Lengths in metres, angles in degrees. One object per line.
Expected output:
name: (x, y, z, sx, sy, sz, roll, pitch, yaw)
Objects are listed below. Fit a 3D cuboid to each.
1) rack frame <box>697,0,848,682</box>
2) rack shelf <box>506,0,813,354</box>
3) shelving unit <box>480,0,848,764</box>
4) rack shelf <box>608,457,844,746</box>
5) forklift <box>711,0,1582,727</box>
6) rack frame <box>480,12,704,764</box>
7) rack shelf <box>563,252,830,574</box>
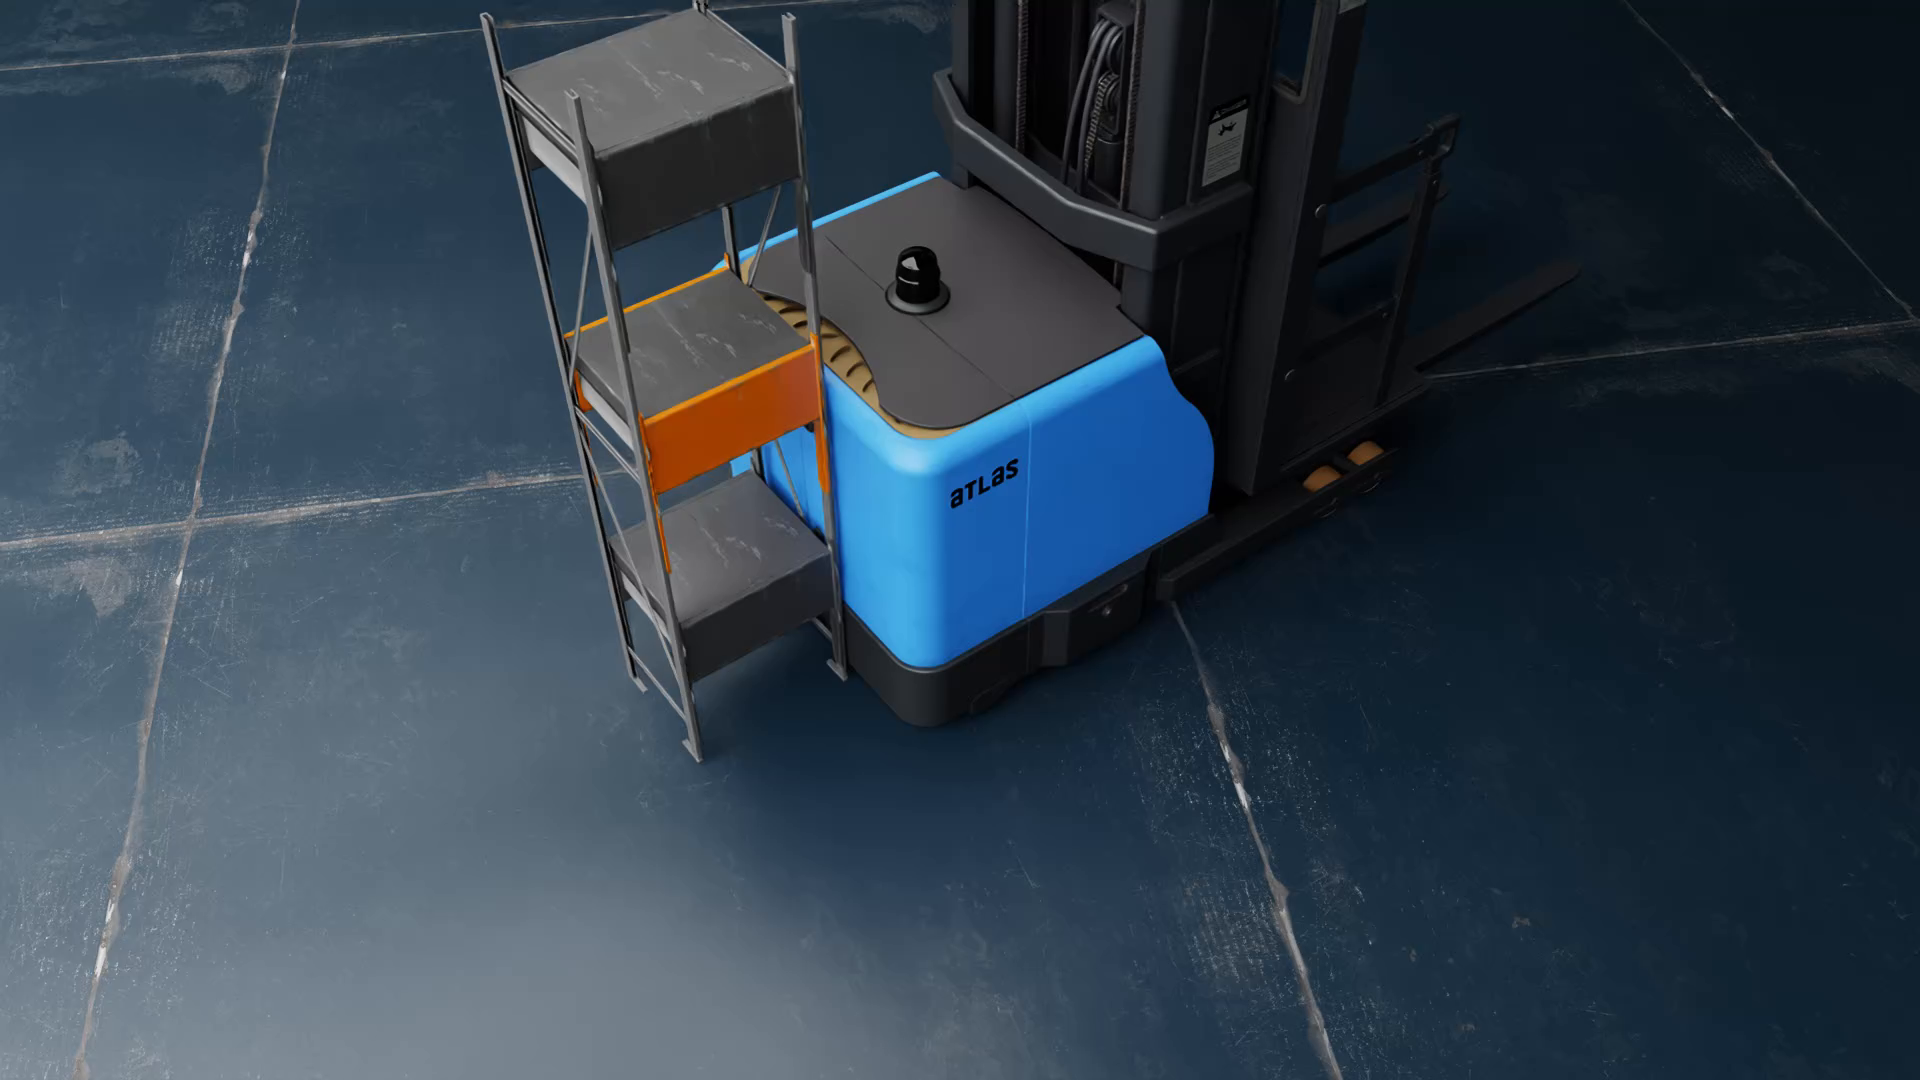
rack frame: (-0.454, -0.432, 4.208, 0.015, 2.100, 0.400, -28, 52, -25)
rack shelf: (-0.649, -0.803, 3.612, 0.480, 0.518, 0.431, -28, 52, -25)
shelving unit: (-0.649, -0.327, 4.107, 0.503, 2.100, 0.431, -28, 52, -25)
rack shelf: (-0.649, 0.169, 4.621, 0.480, 0.518, 0.431, -28, 52, -25)
forklift: (0.786, -1.367, 4.532, 3.031, 2.935, 1.130, -28, 52, -24)
rack frame: (-0.844, -0.221, 4.005, 0.015, 2.100, 0.400, -28, 52, -25)
rack shelf: (-0.649, -0.317, 4.116, 0.480, 0.518, 0.431, -28, 52, -25)
